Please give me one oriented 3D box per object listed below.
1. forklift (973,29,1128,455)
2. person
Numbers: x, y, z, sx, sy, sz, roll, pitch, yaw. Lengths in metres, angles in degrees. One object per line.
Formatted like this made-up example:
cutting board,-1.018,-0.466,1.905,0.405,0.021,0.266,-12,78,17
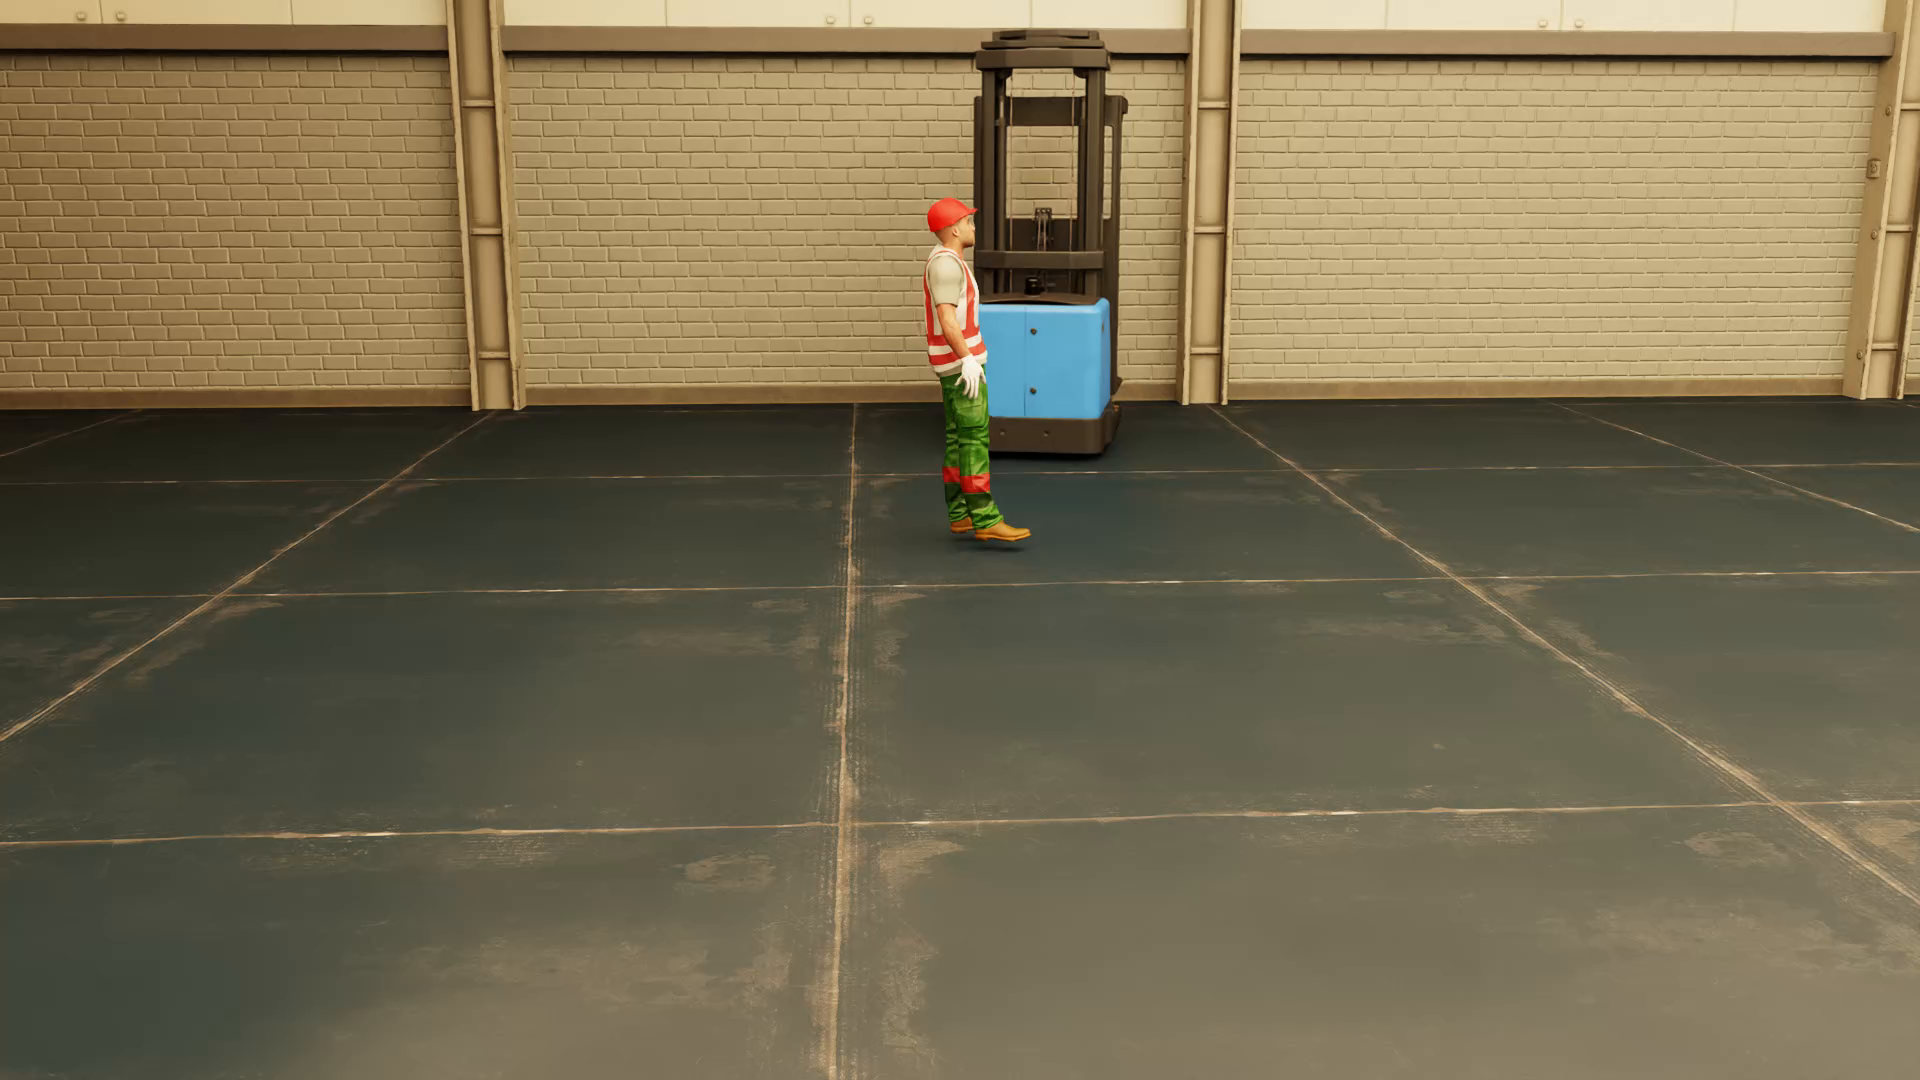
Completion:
forklift,0.682,-2.293,12.616,1.130,2.935,3.031,2,13,9
person,0.081,-0.917,8.890,0.561,1.789,0.638,-1,13,-3
